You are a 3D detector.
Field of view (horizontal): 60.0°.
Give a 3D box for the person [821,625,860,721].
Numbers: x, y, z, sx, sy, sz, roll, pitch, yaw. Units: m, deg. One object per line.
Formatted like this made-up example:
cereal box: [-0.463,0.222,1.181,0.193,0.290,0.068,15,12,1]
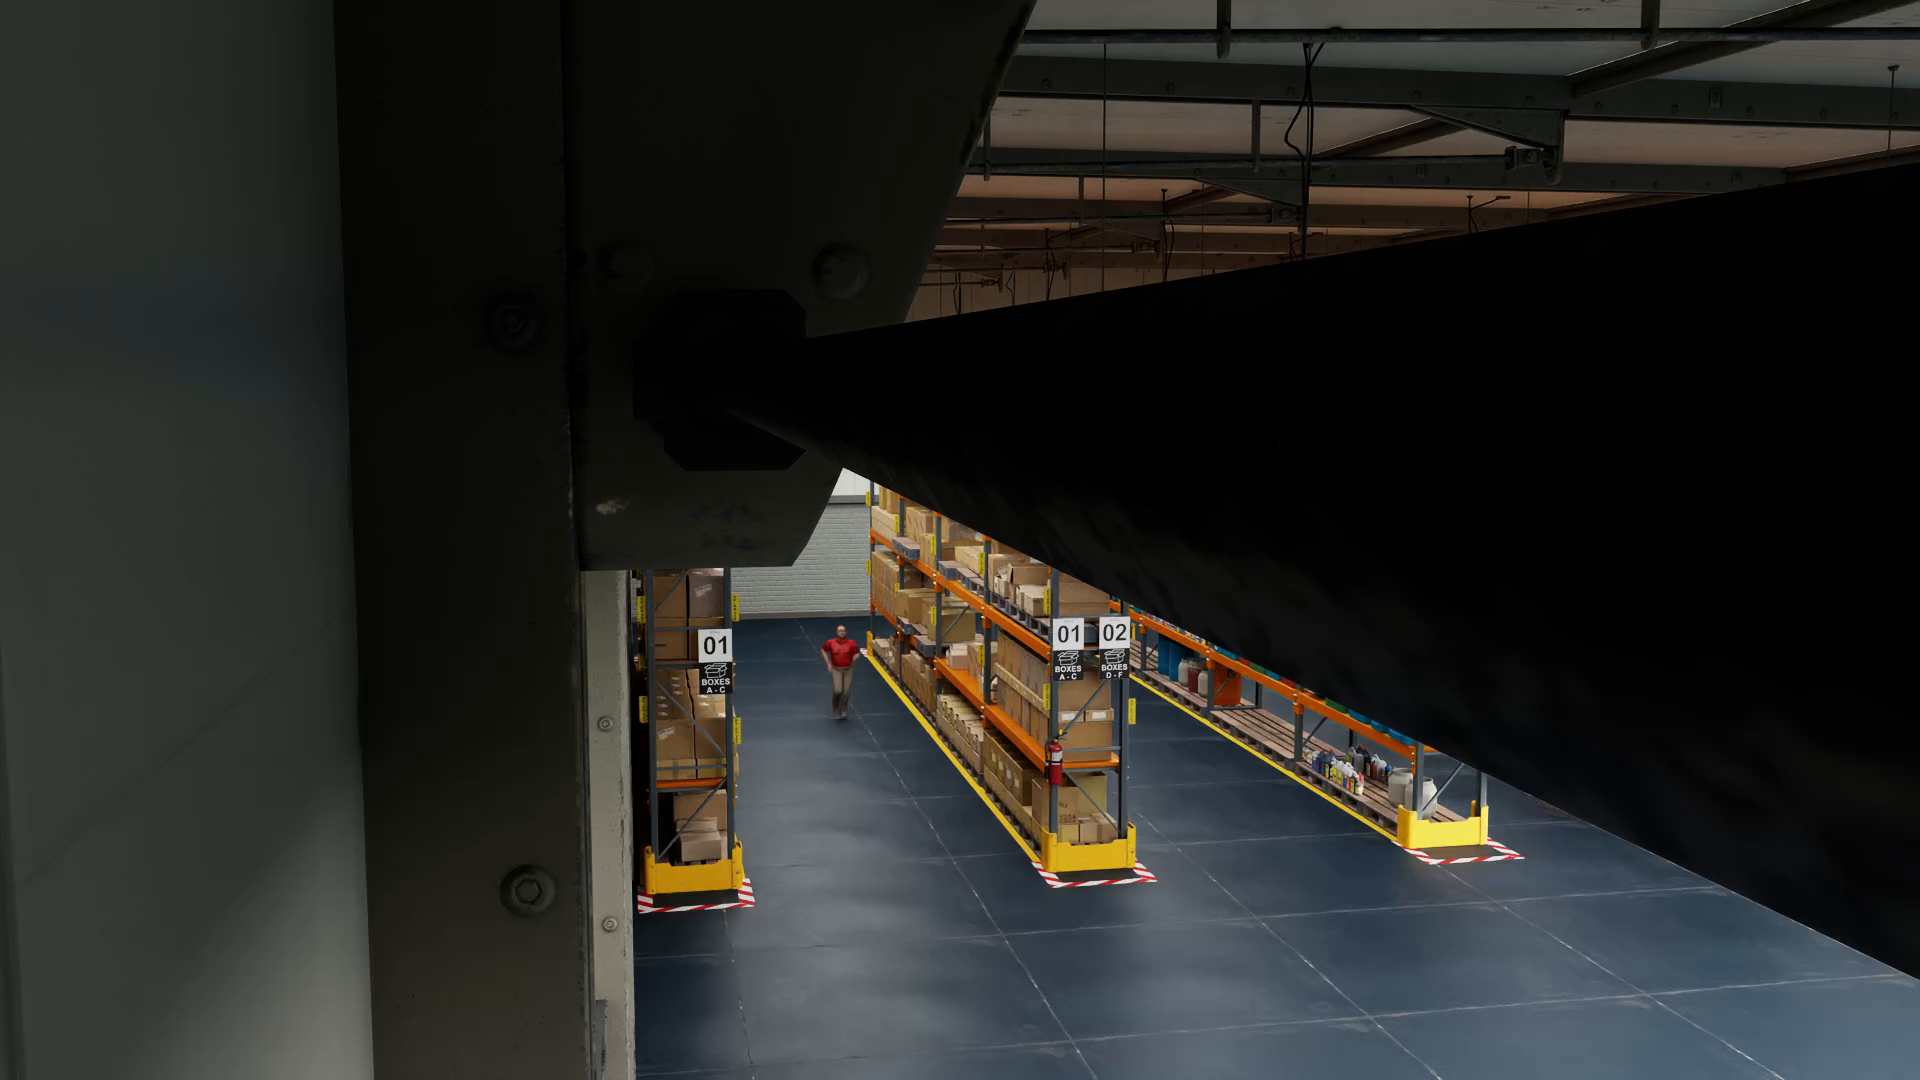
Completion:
person: [-2.116,2.390,29.745,0.672,1.728,0.689,-1,6,-10]
